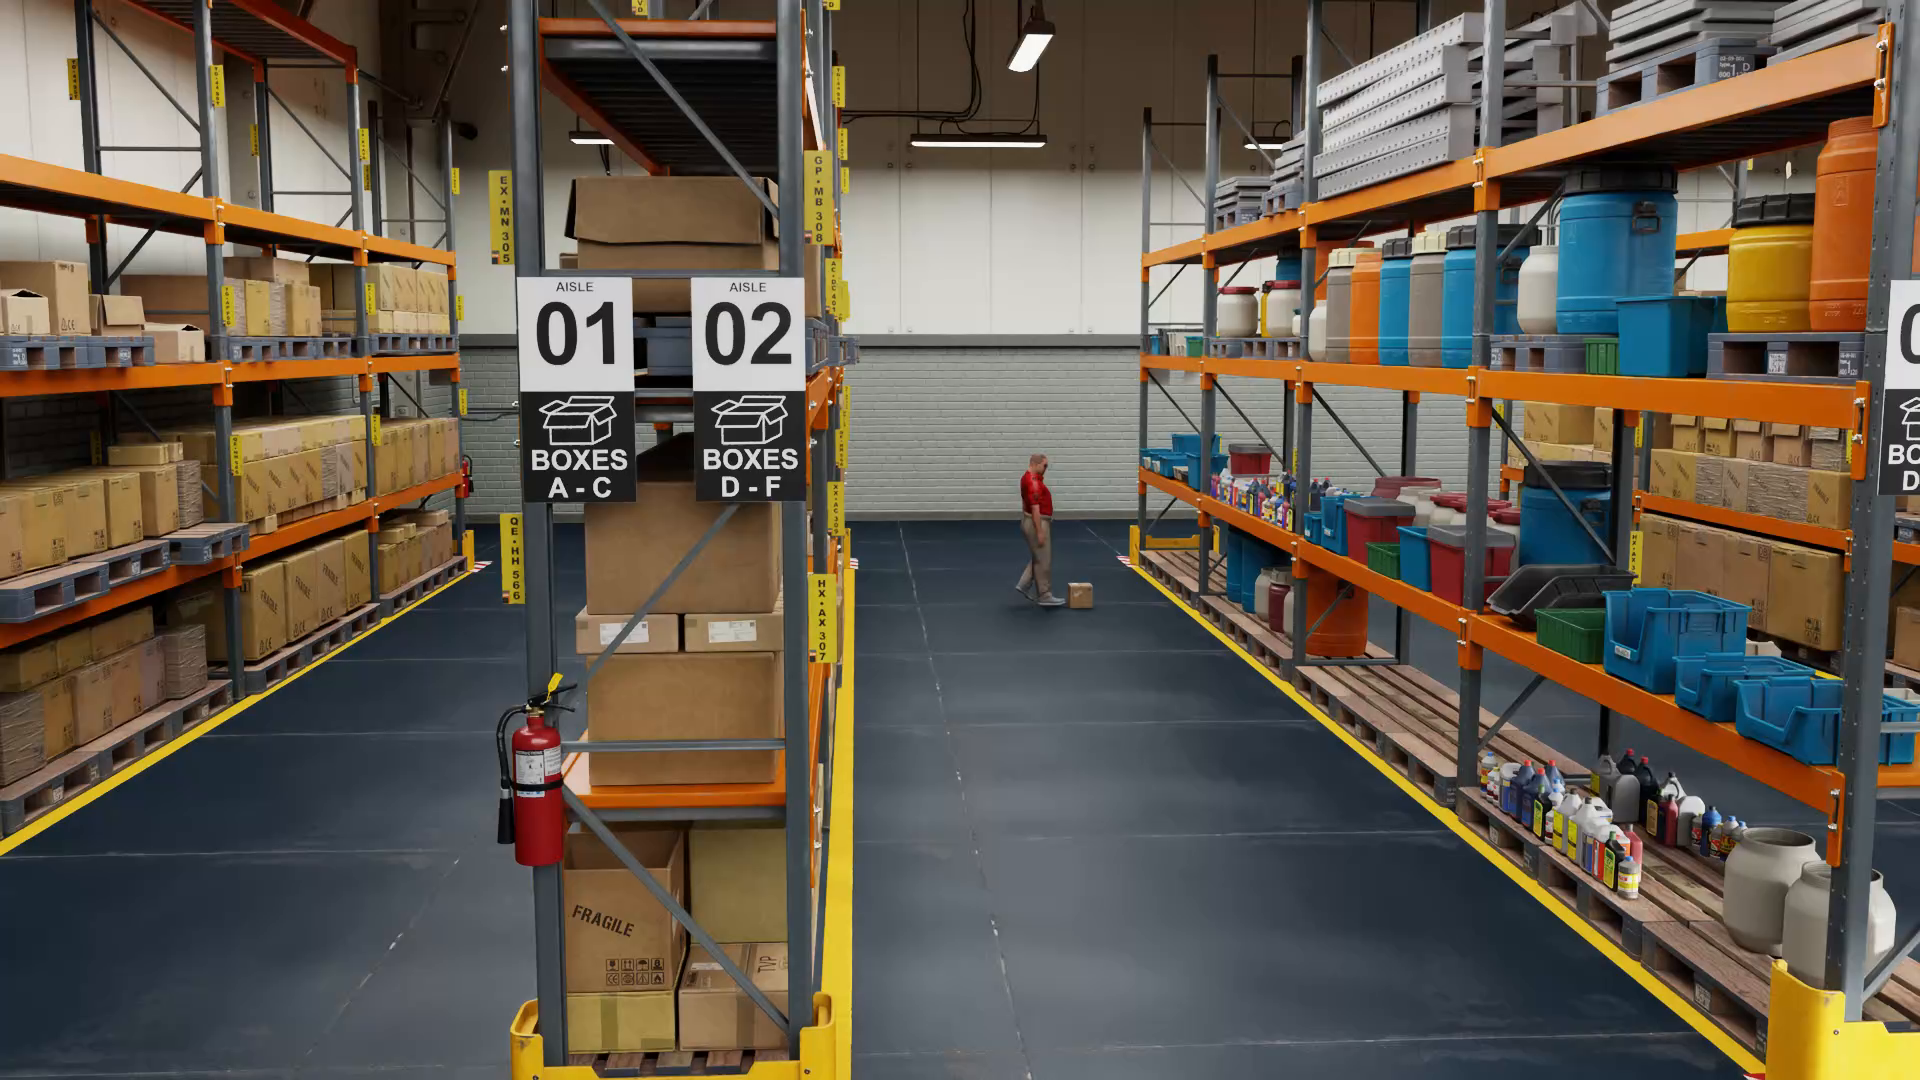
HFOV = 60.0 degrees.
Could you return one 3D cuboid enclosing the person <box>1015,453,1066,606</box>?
[{"bbox_3d":[0.921,-0.120,18.677,0.549,1.725,0.571,-1,7,-10],"label":"person"}]
